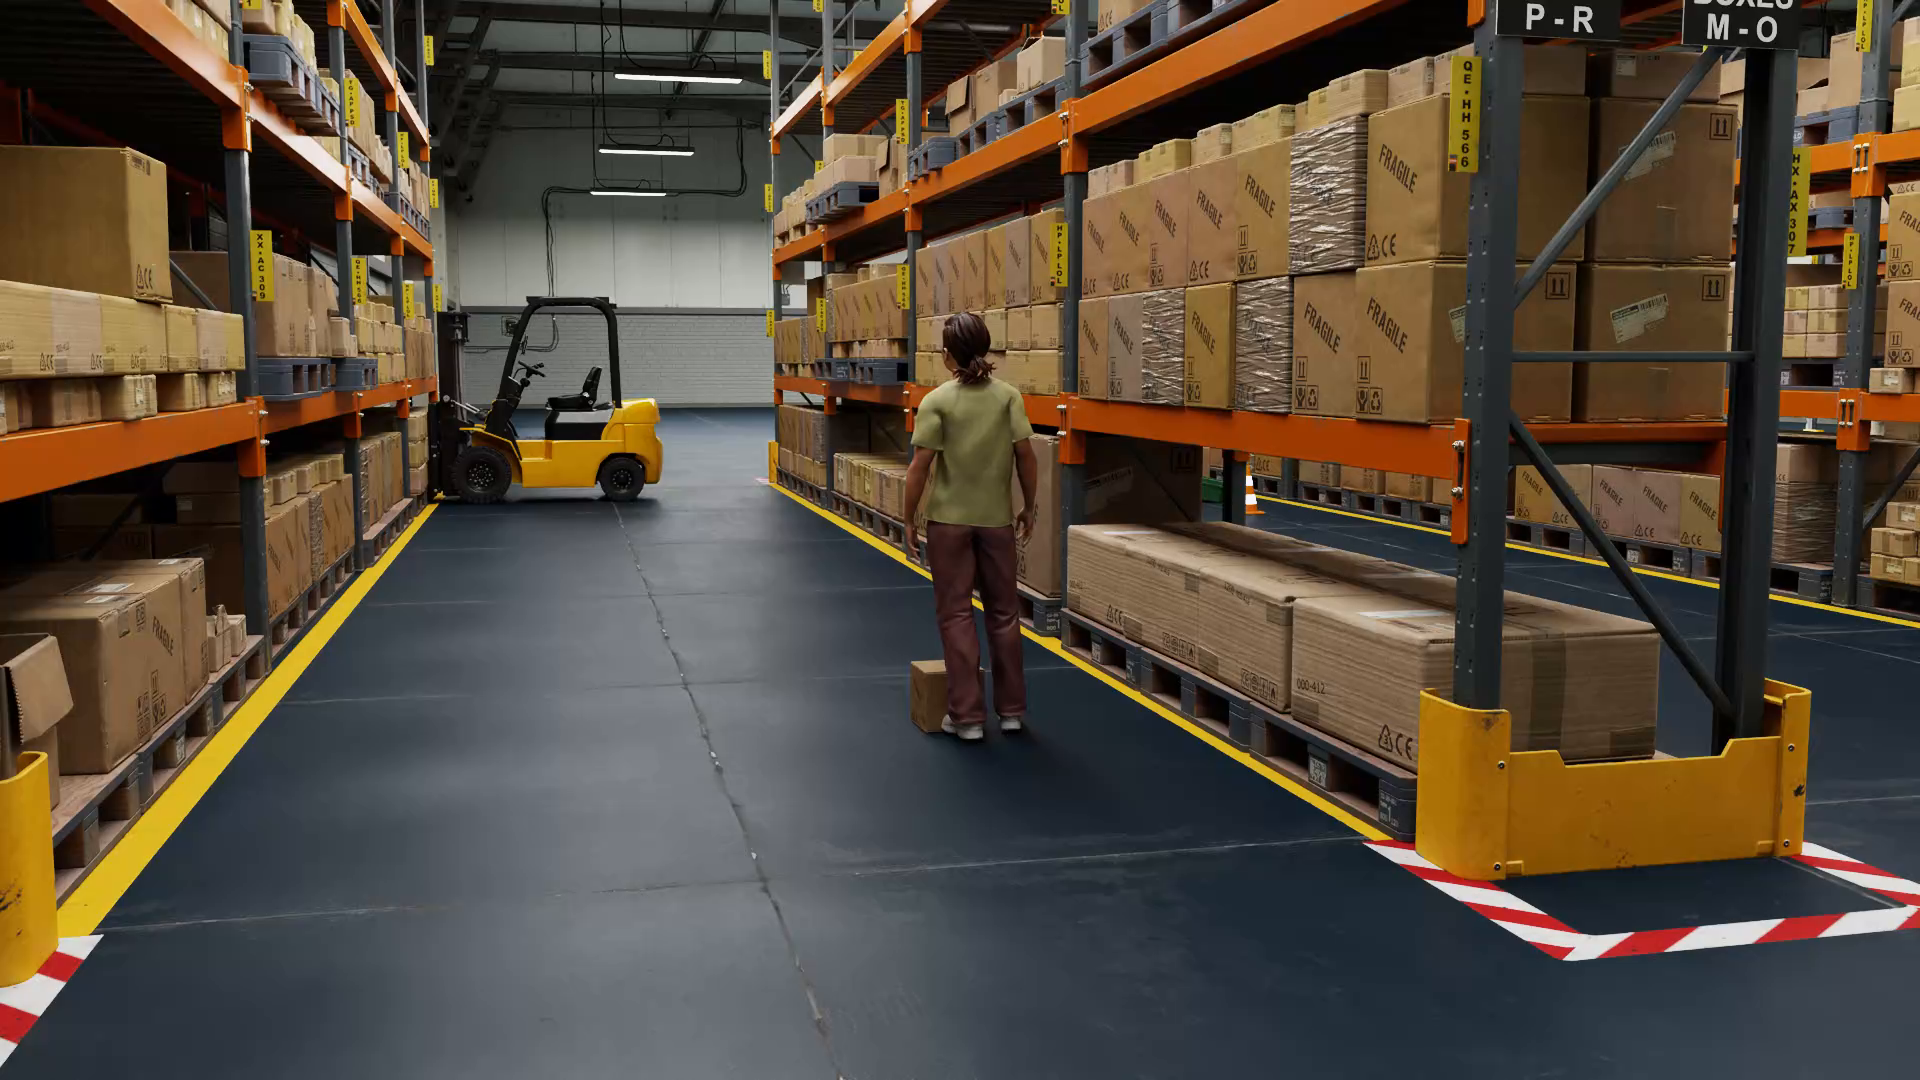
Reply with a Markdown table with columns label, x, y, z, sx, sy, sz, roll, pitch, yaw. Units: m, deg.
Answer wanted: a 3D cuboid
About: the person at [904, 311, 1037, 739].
| label | x | y | z | sx | sy | sz | roll | pitch | yaw |
| --- | --- | --- | --- | --- | --- | --- | --- | --- | --- |
| person | 0.031 | -0.055 | 6.568 | 0.552 | 1.674 | 0.548 | -2 | 6 | -14 |
